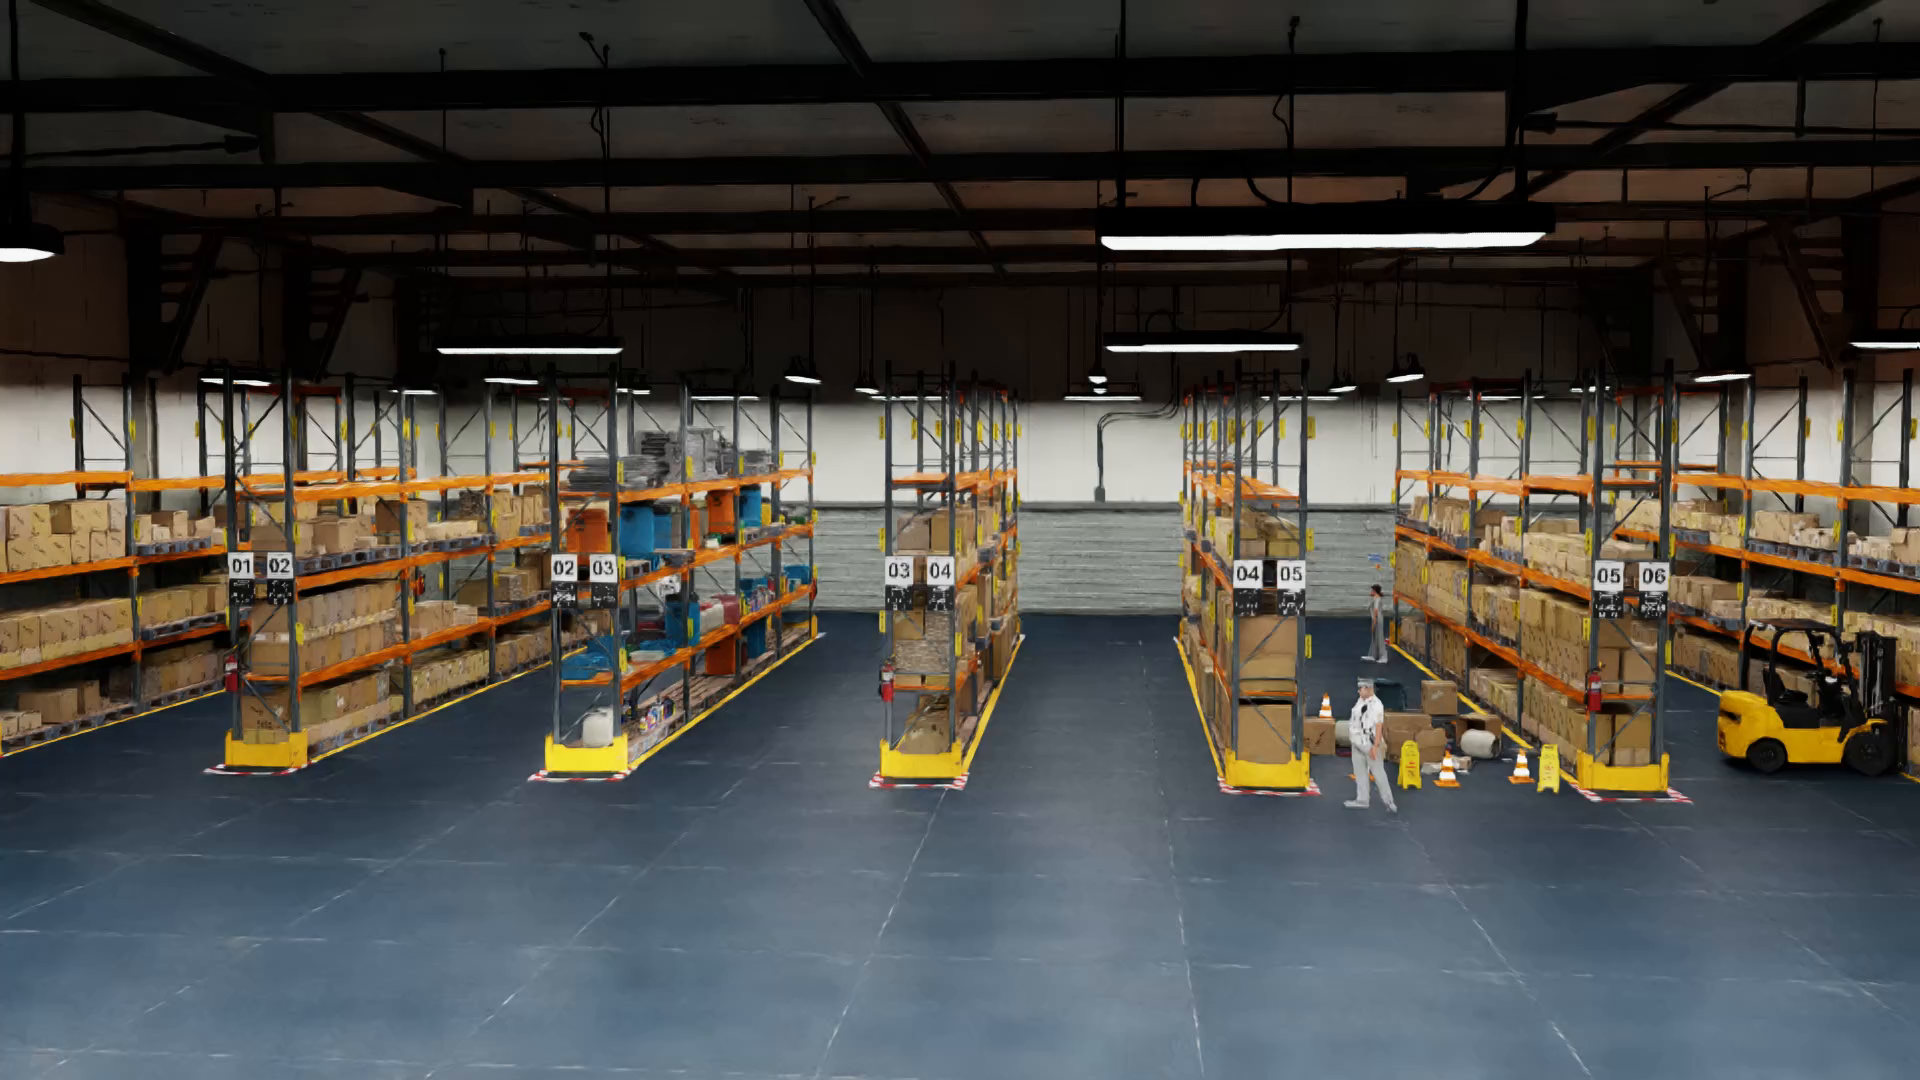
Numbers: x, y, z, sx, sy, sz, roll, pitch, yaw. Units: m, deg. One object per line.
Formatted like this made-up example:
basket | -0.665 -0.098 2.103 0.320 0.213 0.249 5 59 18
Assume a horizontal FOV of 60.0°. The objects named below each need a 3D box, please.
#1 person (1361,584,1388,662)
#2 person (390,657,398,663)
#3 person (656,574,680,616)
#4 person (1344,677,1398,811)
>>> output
person | 8.980 1.788 35.955 0.570 1.664 0.592 1 4 16
person | -11.346 2.012 33.137 0.456 1.589 1.088 0 4 7
person | -7.425 1.416 42.265 0.639 1.632 0.512 0 4 3
person | 5.454 2.690 21.984 0.505 1.748 0.731 -2 4 -23
